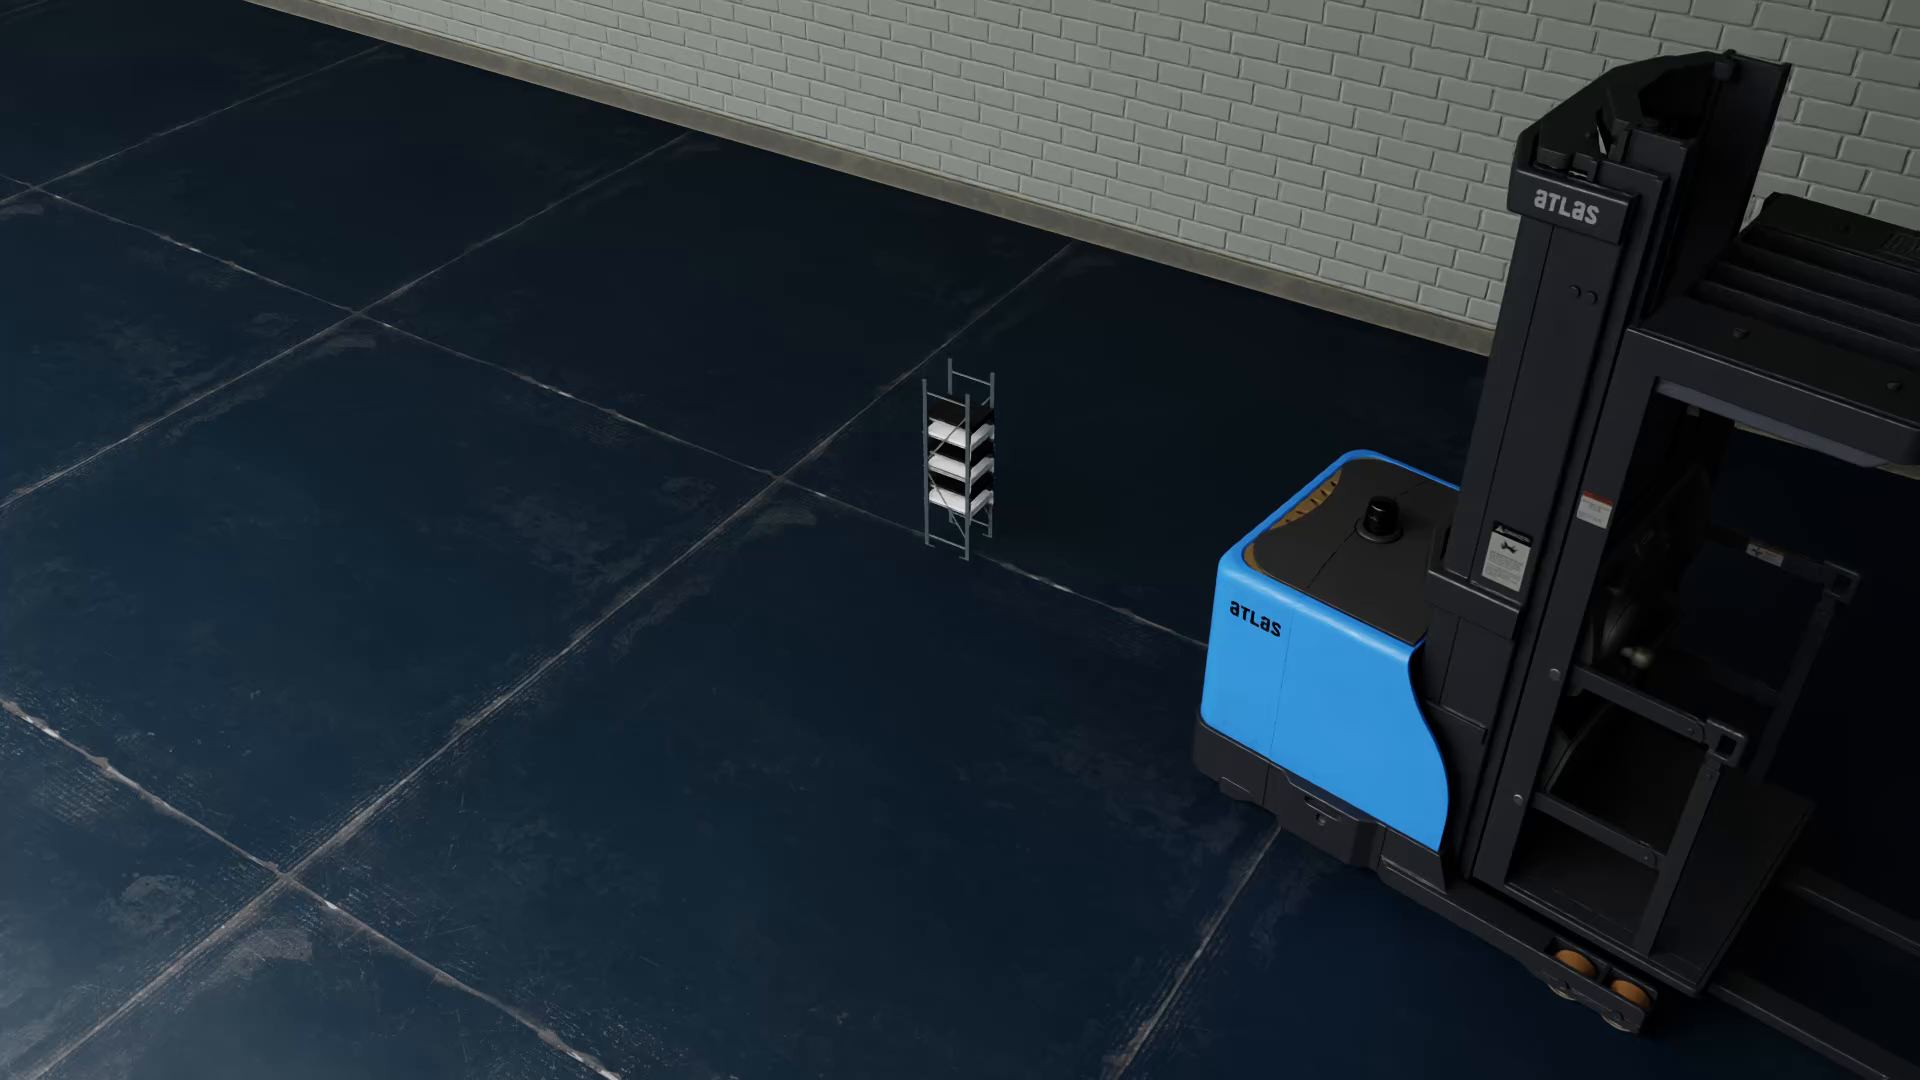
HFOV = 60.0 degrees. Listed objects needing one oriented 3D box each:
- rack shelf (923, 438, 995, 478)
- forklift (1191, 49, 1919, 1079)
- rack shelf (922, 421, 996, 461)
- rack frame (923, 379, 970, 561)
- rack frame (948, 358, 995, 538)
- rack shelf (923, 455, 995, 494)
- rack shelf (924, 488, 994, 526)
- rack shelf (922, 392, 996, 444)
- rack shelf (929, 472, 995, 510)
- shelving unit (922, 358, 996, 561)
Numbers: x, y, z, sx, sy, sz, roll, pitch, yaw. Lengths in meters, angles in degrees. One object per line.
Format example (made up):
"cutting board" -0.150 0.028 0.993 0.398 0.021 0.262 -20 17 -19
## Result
"rack shelf" -0.004 -0.397 7.435 0.258 0.077 0.200 21 42 25
"forklift" 2.350 0.125 5.188 3.031 2.935 1.130 28 46 31
"rack shelf" -0.004 -0.468 7.380 0.258 0.077 0.200 21 42 25
"rack frame" -0.059 -0.300 7.402 0.240 0.900 0.006 21 42 25
"rack frame" 0.050 -0.405 7.538 0.240 0.900 0.006 21 42 25
"rack shelf" -0.004 -0.326 7.490 0.258 0.077 0.200 21 42 25
"rack shelf" -0.004 -0.183 7.600 0.258 0.077 0.200 21 42 25
"rack shelf" -0.004 -0.540 7.325 0.258 0.077 0.200 21 42 25
"rack shelf" -0.004 -0.255 7.545 0.258 0.077 0.200 21 42 25
"shelving unit" -0.004 -0.352 7.470 0.258 0.900 0.210 21 42 25
